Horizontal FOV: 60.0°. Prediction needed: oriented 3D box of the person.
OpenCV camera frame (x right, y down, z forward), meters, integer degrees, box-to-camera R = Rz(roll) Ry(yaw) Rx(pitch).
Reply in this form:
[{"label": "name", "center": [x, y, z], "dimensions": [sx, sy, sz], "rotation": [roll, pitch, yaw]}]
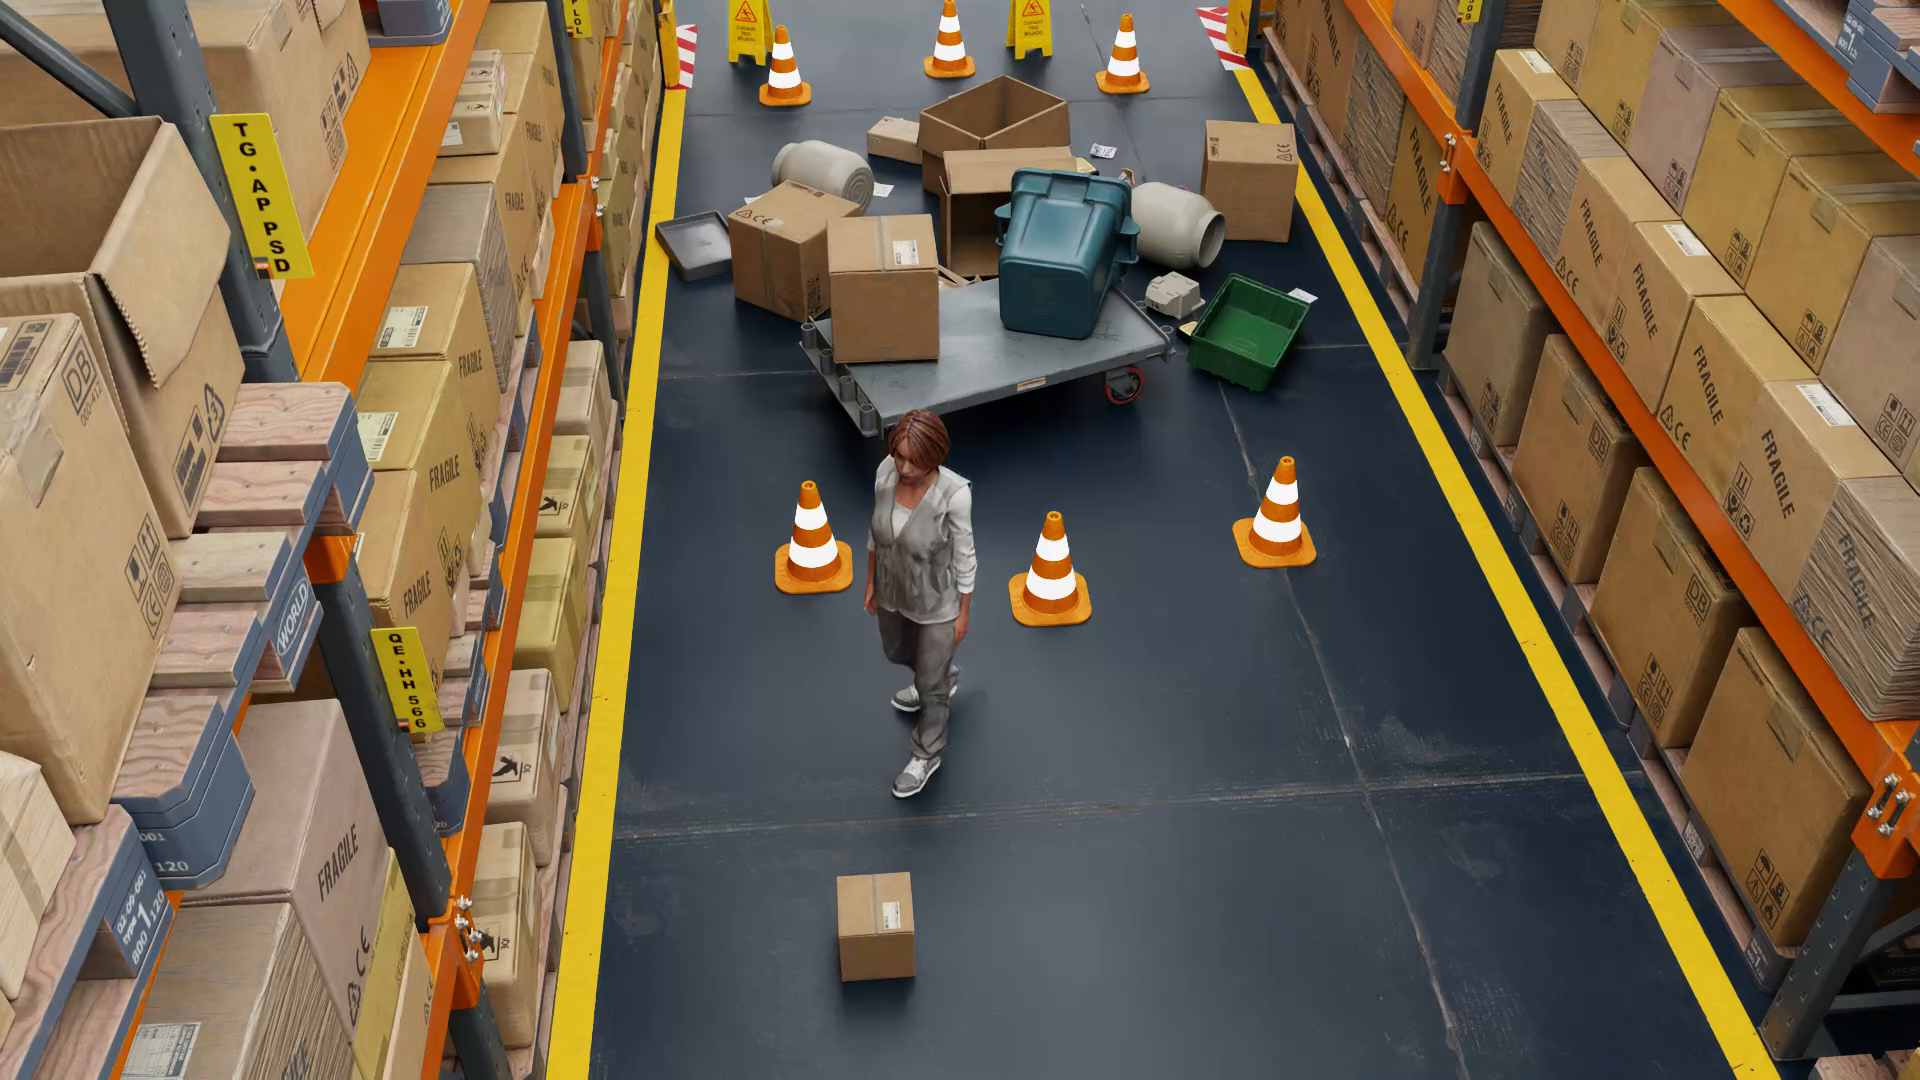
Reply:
[{"label": "person", "center": [-0.138, 0.184, 5.926], "dimensions": [0.451, 1.598, 0.568], "rotation": [24, 45, 26]}]
